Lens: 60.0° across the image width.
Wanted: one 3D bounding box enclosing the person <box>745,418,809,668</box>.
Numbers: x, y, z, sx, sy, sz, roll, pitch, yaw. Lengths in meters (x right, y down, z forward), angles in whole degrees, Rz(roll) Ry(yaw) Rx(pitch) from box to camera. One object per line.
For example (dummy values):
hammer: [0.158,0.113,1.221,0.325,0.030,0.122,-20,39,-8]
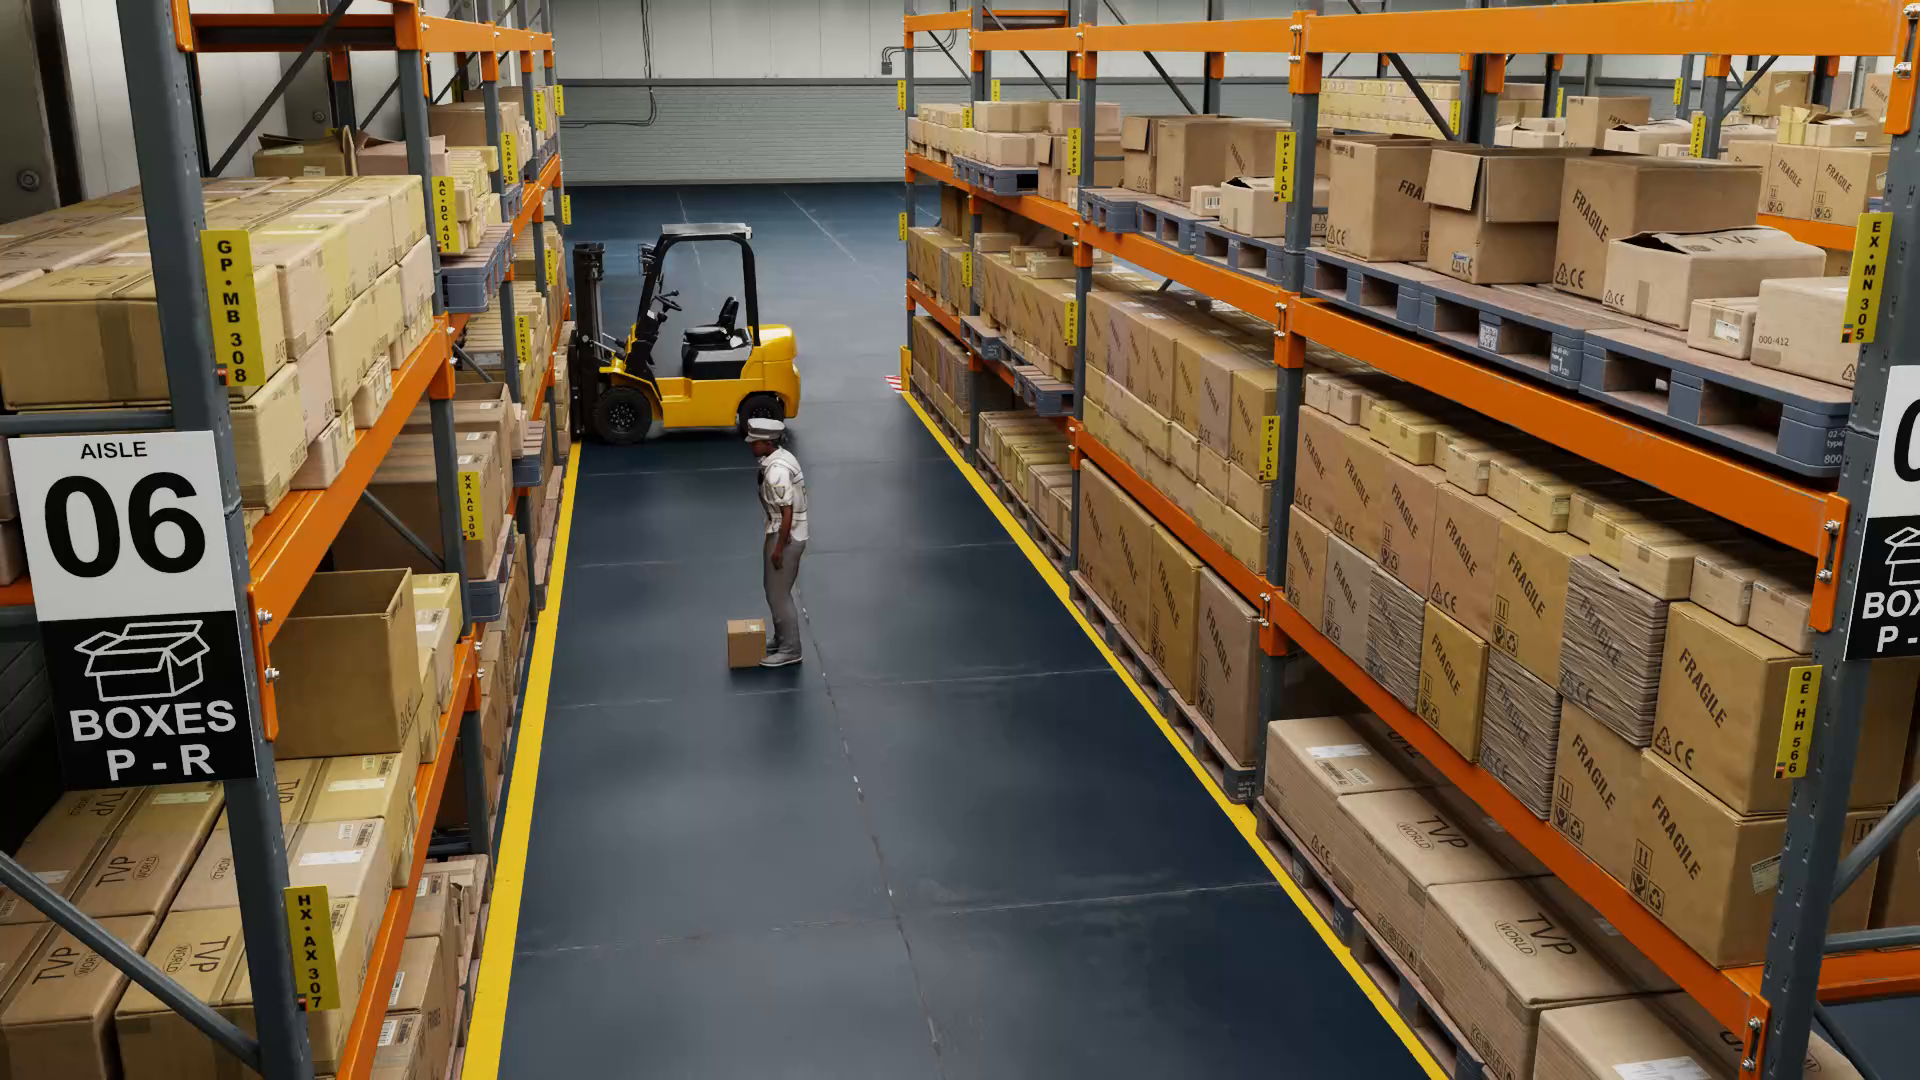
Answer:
person: [-1.203,0.003,11.034,0.397,1.656,0.503,-3,17,-10]
